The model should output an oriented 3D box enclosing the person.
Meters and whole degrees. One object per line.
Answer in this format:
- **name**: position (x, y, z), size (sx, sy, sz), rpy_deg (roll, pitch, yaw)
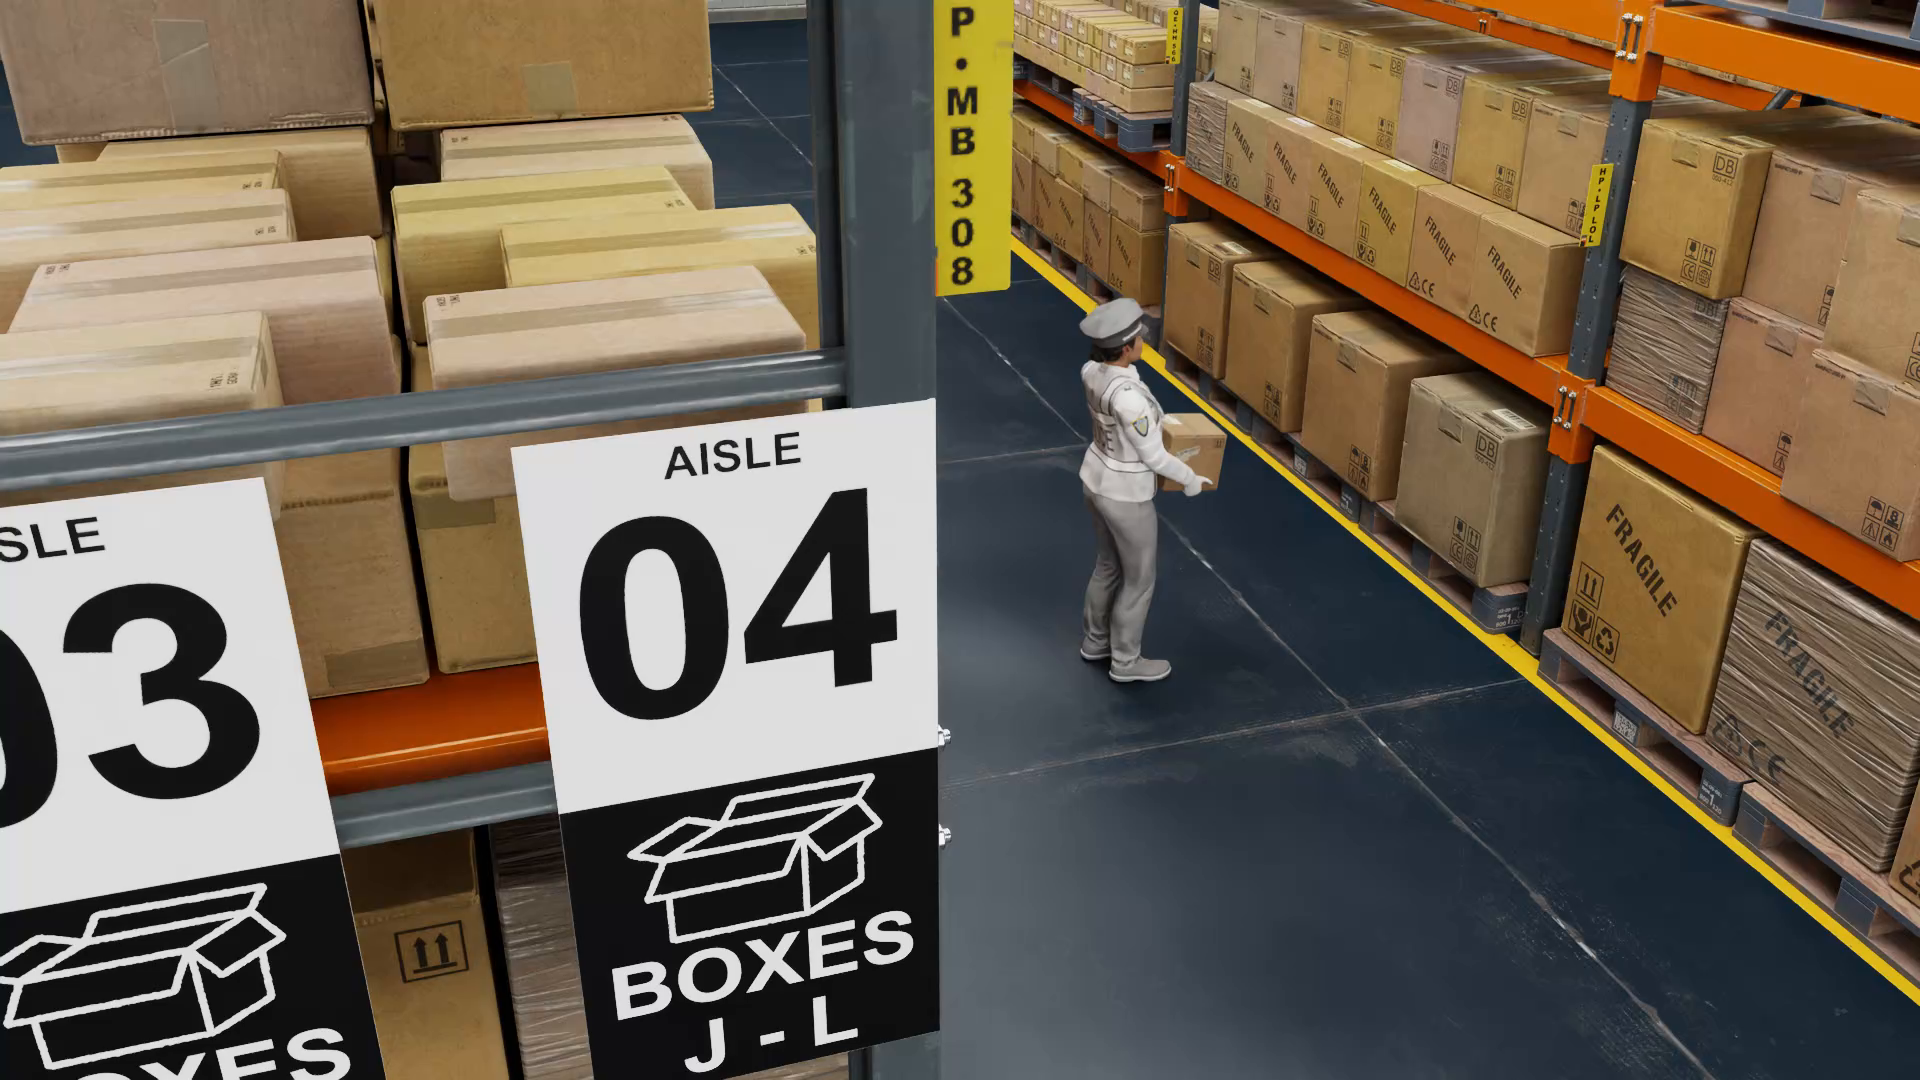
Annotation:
- **person**: position (0.753, -0.232, 6.981), size (0.543, 1.622, 0.361), rpy_deg (-8, 28, -15)
